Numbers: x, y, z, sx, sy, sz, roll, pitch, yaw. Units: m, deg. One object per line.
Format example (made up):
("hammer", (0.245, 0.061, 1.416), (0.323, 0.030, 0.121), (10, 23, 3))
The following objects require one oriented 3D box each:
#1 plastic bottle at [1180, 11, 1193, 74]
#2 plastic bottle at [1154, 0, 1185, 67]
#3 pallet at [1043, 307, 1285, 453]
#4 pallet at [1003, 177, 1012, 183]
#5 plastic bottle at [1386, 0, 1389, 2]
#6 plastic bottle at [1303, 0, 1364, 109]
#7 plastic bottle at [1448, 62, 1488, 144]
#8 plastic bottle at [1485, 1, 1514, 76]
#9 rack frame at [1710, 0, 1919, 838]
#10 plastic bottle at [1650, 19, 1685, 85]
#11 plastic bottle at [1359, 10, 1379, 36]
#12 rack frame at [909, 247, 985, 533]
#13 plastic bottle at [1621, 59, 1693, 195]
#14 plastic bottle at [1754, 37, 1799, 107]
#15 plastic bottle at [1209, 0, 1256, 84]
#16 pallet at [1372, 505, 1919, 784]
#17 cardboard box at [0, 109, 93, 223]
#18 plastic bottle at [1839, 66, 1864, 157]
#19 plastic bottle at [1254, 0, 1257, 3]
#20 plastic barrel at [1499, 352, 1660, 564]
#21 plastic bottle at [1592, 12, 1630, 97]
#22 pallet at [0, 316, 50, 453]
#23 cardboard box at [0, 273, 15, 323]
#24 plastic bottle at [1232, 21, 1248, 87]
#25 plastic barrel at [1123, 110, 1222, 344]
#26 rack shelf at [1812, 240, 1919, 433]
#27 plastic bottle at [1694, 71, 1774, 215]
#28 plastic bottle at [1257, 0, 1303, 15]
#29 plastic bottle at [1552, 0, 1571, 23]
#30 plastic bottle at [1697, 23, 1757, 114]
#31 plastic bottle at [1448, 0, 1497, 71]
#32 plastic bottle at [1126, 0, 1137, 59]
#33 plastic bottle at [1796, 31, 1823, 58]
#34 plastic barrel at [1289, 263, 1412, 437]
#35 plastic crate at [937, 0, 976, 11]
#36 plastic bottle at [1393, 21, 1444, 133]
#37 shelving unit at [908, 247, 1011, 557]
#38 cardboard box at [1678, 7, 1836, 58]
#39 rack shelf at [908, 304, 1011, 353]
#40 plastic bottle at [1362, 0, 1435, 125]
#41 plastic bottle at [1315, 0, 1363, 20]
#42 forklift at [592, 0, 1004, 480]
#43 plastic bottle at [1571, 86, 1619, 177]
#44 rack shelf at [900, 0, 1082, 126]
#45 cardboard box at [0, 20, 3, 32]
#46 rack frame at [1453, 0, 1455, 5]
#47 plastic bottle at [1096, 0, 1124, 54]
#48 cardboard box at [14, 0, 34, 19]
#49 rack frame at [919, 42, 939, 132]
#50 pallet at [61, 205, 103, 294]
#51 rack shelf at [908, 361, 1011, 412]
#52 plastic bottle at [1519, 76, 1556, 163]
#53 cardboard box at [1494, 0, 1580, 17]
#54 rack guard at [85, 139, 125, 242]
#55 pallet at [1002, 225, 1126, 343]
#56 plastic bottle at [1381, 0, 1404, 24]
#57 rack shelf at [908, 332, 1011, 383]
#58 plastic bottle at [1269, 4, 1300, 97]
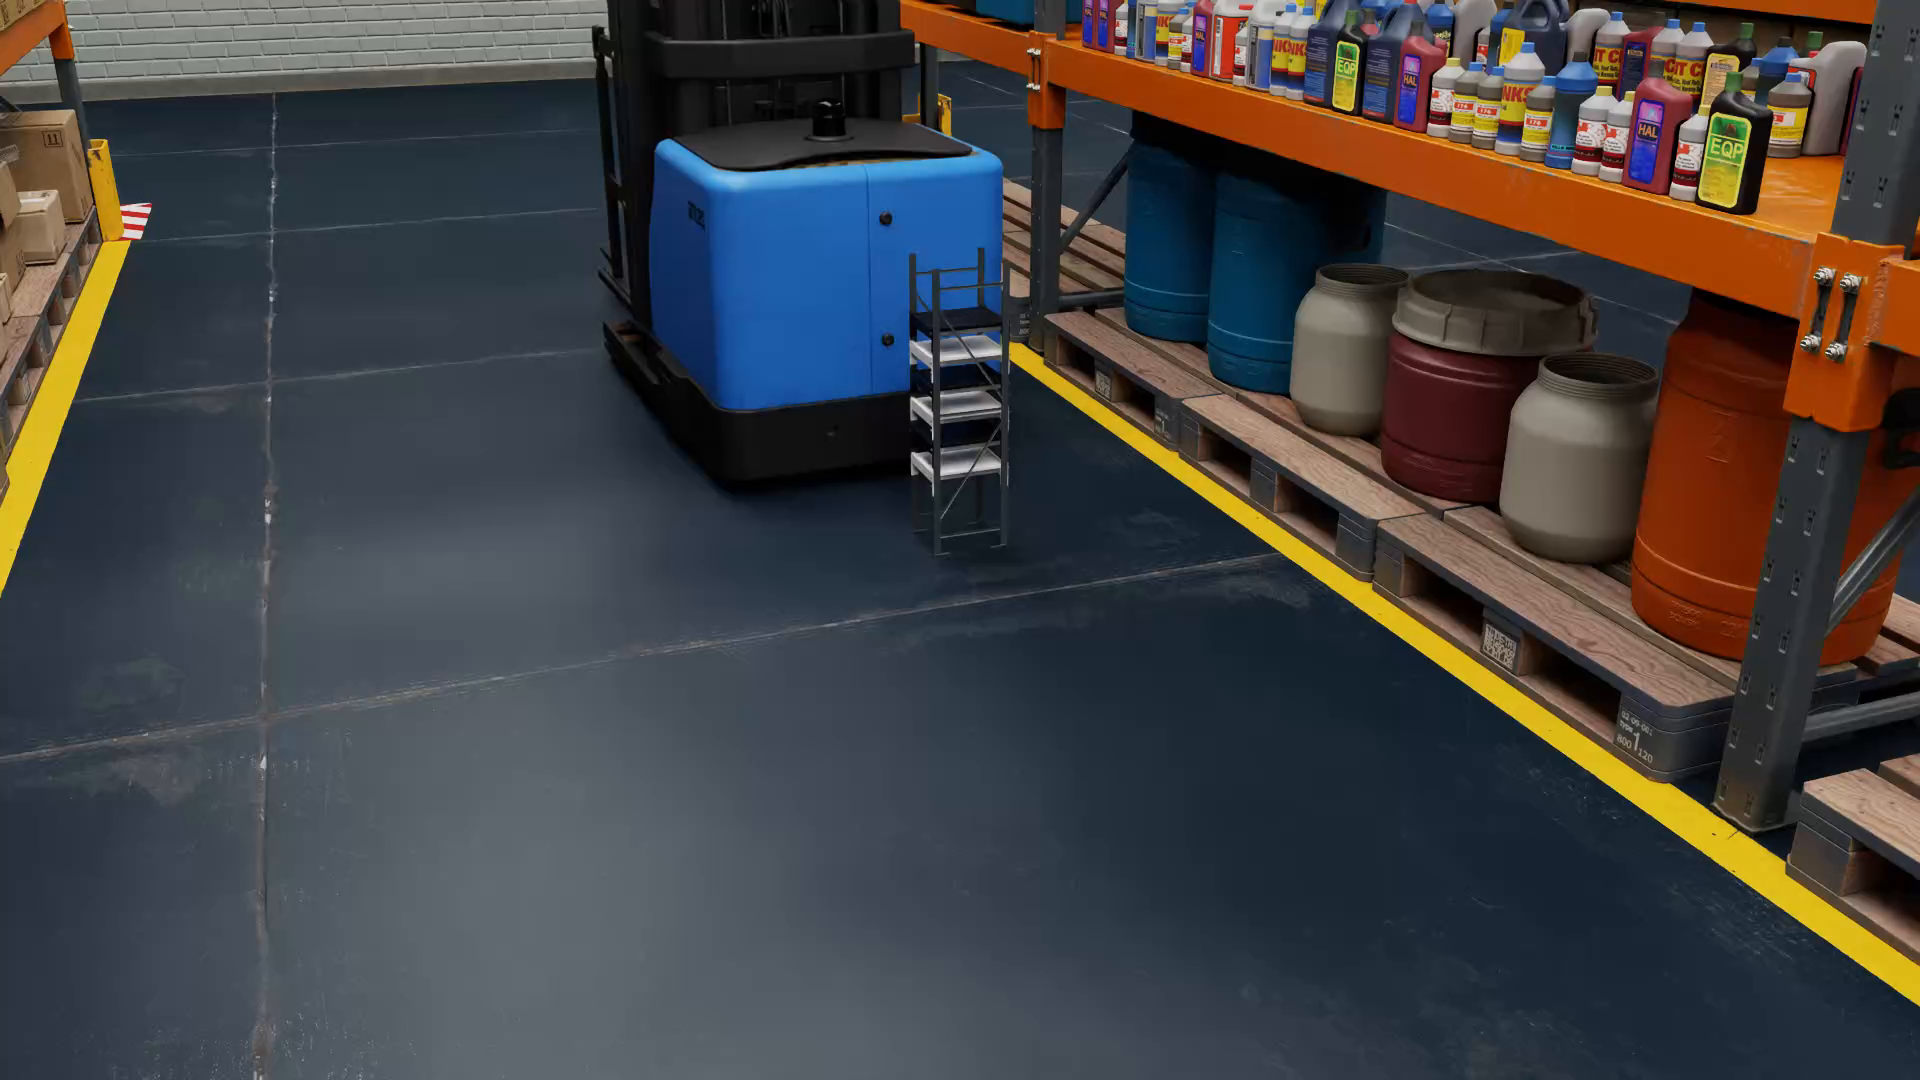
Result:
("plastic bottle", (0.807, -1.705, 5.690), (0.097, 0.201, 0.097), (0, 23, 0))
("plastic bottle", (0.738, -1.808, 5.844), (0.097, 0.271, 0.097), (0, 23, 0))
("pallet", (1.020, -0.696, 6.629), (1.003, 0.211, 1.213), (-8, 24, -19))
("pallet", (-0.372, -2.130, 10.033), (1.003, 0.211, 1.213), (-8, 24, -19))
("plastic bottle", (1.535, -1.795, 5.806), (0.152, 0.276, 0.135), (-8, 24, -19))
("plastic bottle", (1.124, -1.474, 4.948), (0.144, 0.351, 0.185), (-8, 24, -19))
("plastic bottle", (1.346, -1.151, 4.374), (0.097, 0.201, 0.097), (0, 23, 0))
("plastic bottle", (1.721, -1.564, 5.265), (0.097, 0.271, 0.097), (0, 23, 0))
("rack frame", (2.199, -0.813, 3.318), (1.000, 3.000, 0.127), (-8, 24, -19))
("plastic bottle", (2.007, -1.337, 4.727), (0.097, 0.271, 0.097), (0, 23, 0))
("plastic bottle", (1.198, -1.387, 4.830), (0.061, 0.283, 0.133), (-8, 24, -19))
("rack frame", (-0.039, -0.455, 5.170), (0.240, 0.900, 0.006), (-8, 24, -19))
("plastic bottle", (1.576, -0.932, 3.749), (0.061, 0.283, 0.133), (-8, 24, -19))
("plastic bottle", (2.113, -1.161, 4.309), (0.097, 0.271, 0.097), (0, 23, 0))
("plastic bottle", (0.921, -1.653, 5.469), (0.152, 0.276, 0.135), (-8, 24, -19))
("pallet", (1.882, 0.191, 4.526), (1.003, 0.211, 1.213), (-8, 24, -19))
("cardboard box", (-4.839, -1.929, 8.617), (0.500, 0.500, 0.500), (-8, 24, -19))
("plastic bottle", (2.276, -1.087, 4.117), (0.061, 0.283, 0.133), (-8, 24, -19))
("plastic bottle", (1.118, -2.053, 6.514), (0.097, 0.201, 0.097), (0, 23, 0))
("plastic barrel", (1.728, -0.229, 4.593), (0.421, 0.512, 0.421), (0, 23, 0))
("plastic bottle", (1.926, -1.421, 4.926), (0.097, 0.271, 0.097), (0, 23, 0))
("pallet", (-4.091, -0.553, 6.291), (1.003, 0.211, 1.213), (-8, 24, -19))
("cardboard box", (-4.110, -0.981, 6.797), (0.380, 0.166, 0.250), (-8, 24, -19))
("plastic bottle", (0.936, -1.573, 5.375), (0.097, 0.201, 0.097), (0, 23, 0))
("plastic barrel", (0.963, -1.293, 6.618), (0.600, 0.901, 0.708), (-8, 24, -19))
("rack shelf", (2.906, 0.245, 1.733), (1.077, 0.370, 4.000), (-8, 24, -19))
("plastic bottle", (1.657, -0.848, 3.550), (0.061, 0.283, 0.133), (-8, 24, -19))
("plastic bottle", (1.063, -1.674, 5.519), (0.152, 0.276, 0.135), (-8, 24, -19))
("plastic bottle", (1.806, -1.555, 5.140), (0.144, 0.351, 0.185), (-8, 24, -19))
("plastic bottle", (2.099, -1.268, 4.547), (0.061, 0.283, 0.133), (-8, 24, -19))
("plastic bottle", (1.665, -1.662, 5.490), (0.152, 0.276, 0.135), (-8, 24, -19))
("plastic bottle", (0.656, -1.893, 6.044), (0.097, 0.271, 0.097), (0, 23, 0))
("plastic bottle", (2.181, -1.184, 4.348), (0.061, 0.283, 0.133), (-8, 24, -19))
("plastic barrel", (1.329, -0.639, 5.567), (0.421, 0.512, 0.421), (0, 23, 0))
("plastic crate", (0.140, -2.538, 7.685), (0.437, 0.125, 0.590), (-8, 24, -19))
("plastic bottle", (1.254, -1.263, 4.536), (0.061, 0.283, 0.133), (-8, 24, -19))
("shelving unit", (-0.003, -0.418, 5.082), (0.258, 0.900, 0.210), (-8, 24, -19))
("cardboard box", (4.944, -2.739, 10.081), (0.875, 0.875, 0.875), (-8, 24, -19))
("rack shelf", (-0.003, -0.636, 4.990), (0.258, 0.077, 0.200), (-8, 24, -19))
("plastic bottle", (1.236, -1.358, 4.673), (0.144, 0.351, 0.185), (-8, 24, -19))
("plastic bottle", (1.348, -1.868, 5.884), (0.144, 0.351, 0.185), (-8, 24, -19))
("forklift", (-0.865, -2.092, 6.439), (1.130, 2.935, 3.031), (-9, 24, -20))
("plastic bottle", (1.518, -0.974, 3.955), (0.097, 0.201, 0.097), (0, 23, 0))
("rack shelf", (0.080, -2.662, 8.630), (1.077, 0.370, 4.000), (-8, 24, -19))
("cardboard box", (-4.133, -2.225, 6.538), (0.500, 0.500, 0.500), (-8, 24, -19))
("rack frame", (4.007, -4.400, 11.827), (1.000, 3.000, 0.127), (-8, 24, -19))
("plastic bottle", (0.564, -1.973, 6.219), (0.061, 0.283, 0.133), (-8, 24, -19))
("cardboard box", (-4.491, -2.593, 7.410), (0.500, 0.500, 0.500), (-8, 24, -19))
("rack frame", (-0.627, -3.720, 10.215), (1.000, 3.000, 0.127), (-8, 24, -19))
("pallet", (-4.953, -1.440, 8.394), (1.003, 0.211, 1.213), (-8, 24, -19))
("rack shelf", (-0.003, -0.470, 5.060), (0.258, 0.077, 0.200), (-8, 24, -19))
("plastic bottle", (1.449, -1.045, 4.122), (0.097, 0.201, 0.097), (0, 23, 0))
("cardboard box", (4.308, -3.393, 11.632), (0.875, 0.875, 0.875), (-8, 24, -19))
("rack guard", (-5.235, -1.862, 9.025), (1.175, 0.500, 0.348), (-8, 24, -19))
("pallet", (0.490, -1.244, 7.929), (1.003, 0.211, 1.213), (-8, 24, -19))
("plastic bottle", (1.473, -1.720, 5.634), (0.097, 0.271, 0.097), (0, 23, 0))
("rack shelf", (-0.003, -0.553, 5.025), (0.258, 0.077, 0.200), (-8, 24, -19))
("plastic bottle", (1.018, -1.520, 5.161), (0.097, 0.271, 0.097), (0, 23, 0))
